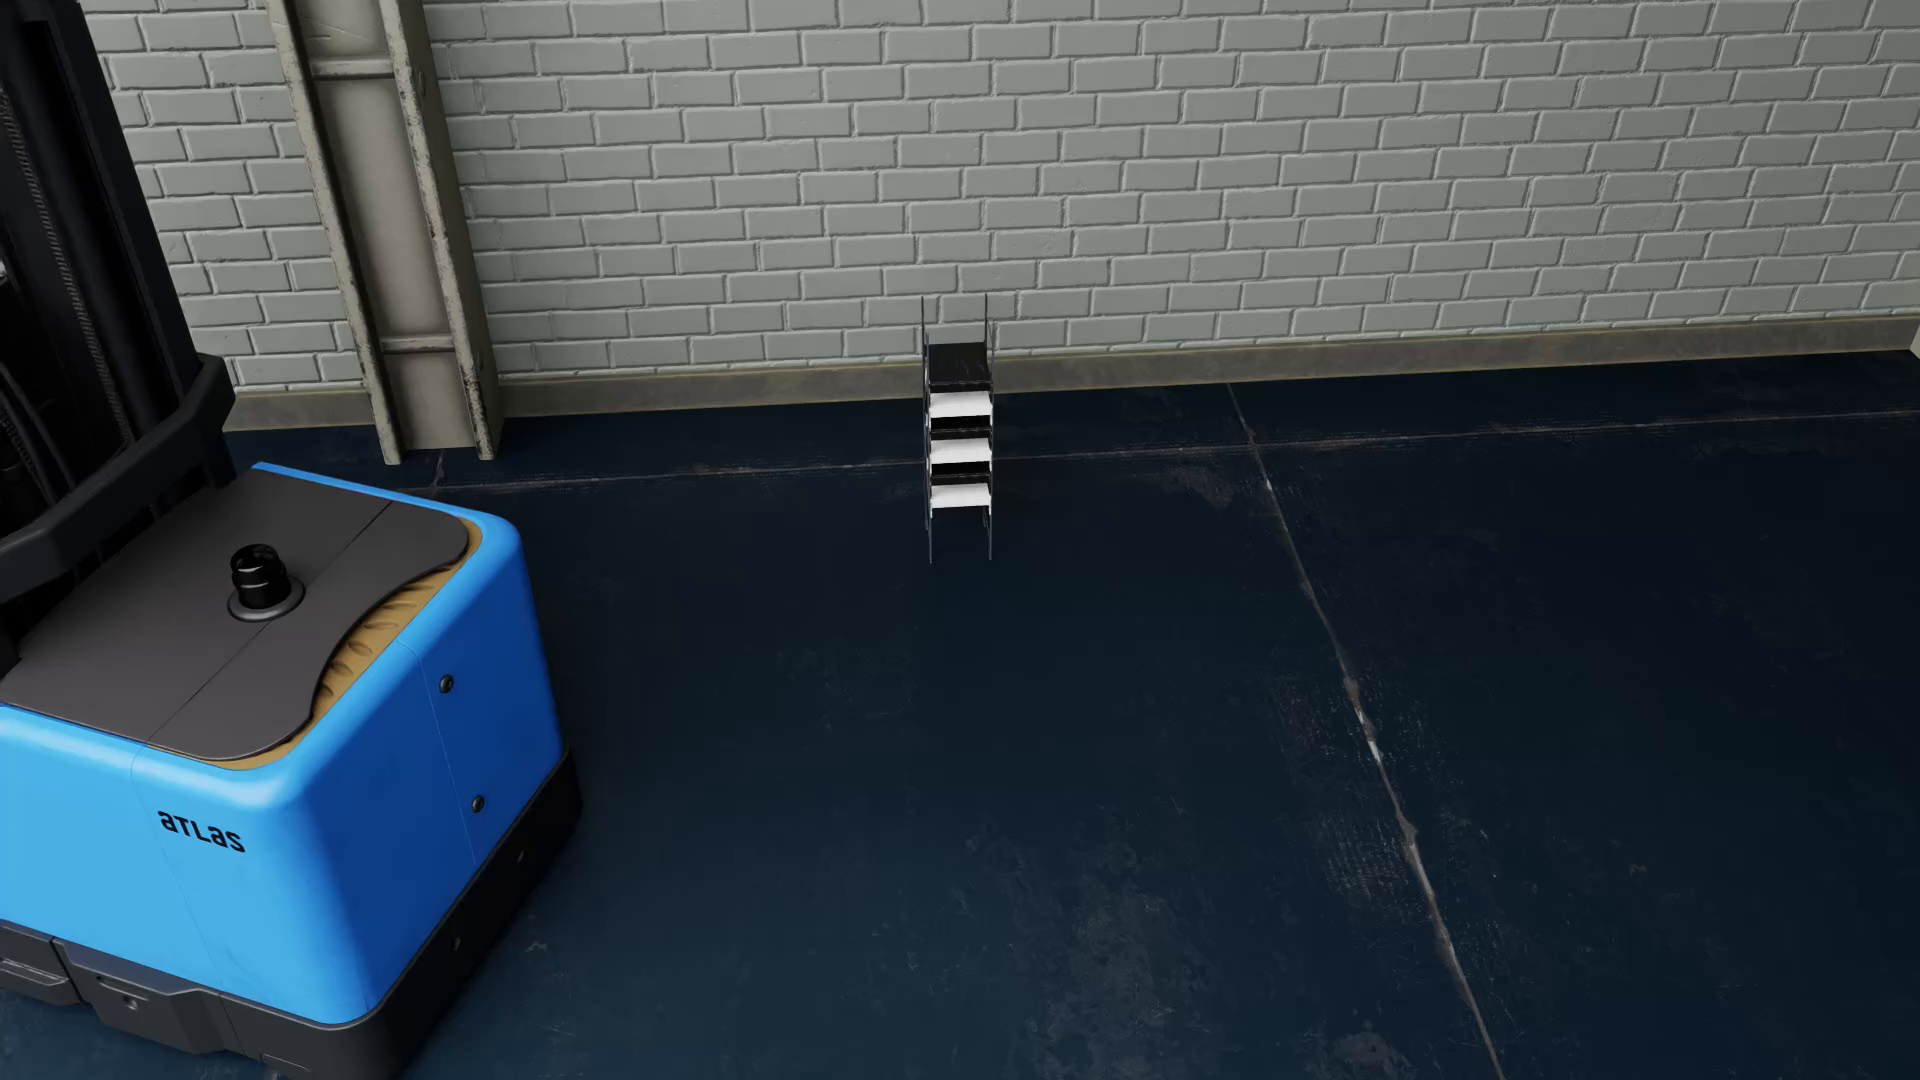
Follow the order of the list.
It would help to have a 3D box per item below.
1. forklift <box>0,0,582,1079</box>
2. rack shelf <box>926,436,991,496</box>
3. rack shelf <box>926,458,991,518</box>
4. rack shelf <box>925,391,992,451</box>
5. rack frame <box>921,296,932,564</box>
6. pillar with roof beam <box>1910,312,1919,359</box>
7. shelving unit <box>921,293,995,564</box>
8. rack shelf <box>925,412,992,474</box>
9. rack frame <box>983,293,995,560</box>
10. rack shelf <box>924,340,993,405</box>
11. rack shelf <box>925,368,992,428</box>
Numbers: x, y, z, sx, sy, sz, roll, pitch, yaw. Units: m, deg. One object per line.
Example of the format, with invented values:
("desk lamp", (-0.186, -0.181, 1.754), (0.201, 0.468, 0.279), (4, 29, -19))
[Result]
("forklift", (-2.637, -0.376, 3.861), (3.031, 2.935, 1.130), (12, 40, 15))
("rack shelf", (-0.008, -0.256, 5.547), (0.200, 0.077, 0.258), (-3, 38, -4))
("rack shelf", (-0.008, -0.185, 5.603), (0.200, 0.077, 0.258), (-3, 38, -4))
("rack shelf", (-0.008, -0.397, 5.436), (0.200, 0.077, 0.258), (-3, 38, -4))
("rack frame", (-0.109, -0.347, 5.464), (0.006, 0.900, 0.240), (-3, 38, -4))
("pillar with roof beam", (4.433, -1.588, 0.498), (0.400, 9.000, 9.100), (-3, 38, -4))
("shelving unit", (-0.008, -0.353, 5.471), (0.210, 0.900, 0.258), (-3, 38, -4))
("rack shelf", (-0.008, -0.327, 5.491), (0.200, 0.077, 0.258), (-3, 38, -4))
("rack frame", (0.093, -0.358, 5.478), (0.006, 0.900, 0.240), (-3, 38, -4))
("rack shelf", (-0.008, -0.539, 5.324), (0.200, 0.077, 0.258), (-3, 38, -4))
("rack shelf", (-0.008, -0.468, 5.380), (0.200, 0.077, 0.258), (-3, 38, -4))
